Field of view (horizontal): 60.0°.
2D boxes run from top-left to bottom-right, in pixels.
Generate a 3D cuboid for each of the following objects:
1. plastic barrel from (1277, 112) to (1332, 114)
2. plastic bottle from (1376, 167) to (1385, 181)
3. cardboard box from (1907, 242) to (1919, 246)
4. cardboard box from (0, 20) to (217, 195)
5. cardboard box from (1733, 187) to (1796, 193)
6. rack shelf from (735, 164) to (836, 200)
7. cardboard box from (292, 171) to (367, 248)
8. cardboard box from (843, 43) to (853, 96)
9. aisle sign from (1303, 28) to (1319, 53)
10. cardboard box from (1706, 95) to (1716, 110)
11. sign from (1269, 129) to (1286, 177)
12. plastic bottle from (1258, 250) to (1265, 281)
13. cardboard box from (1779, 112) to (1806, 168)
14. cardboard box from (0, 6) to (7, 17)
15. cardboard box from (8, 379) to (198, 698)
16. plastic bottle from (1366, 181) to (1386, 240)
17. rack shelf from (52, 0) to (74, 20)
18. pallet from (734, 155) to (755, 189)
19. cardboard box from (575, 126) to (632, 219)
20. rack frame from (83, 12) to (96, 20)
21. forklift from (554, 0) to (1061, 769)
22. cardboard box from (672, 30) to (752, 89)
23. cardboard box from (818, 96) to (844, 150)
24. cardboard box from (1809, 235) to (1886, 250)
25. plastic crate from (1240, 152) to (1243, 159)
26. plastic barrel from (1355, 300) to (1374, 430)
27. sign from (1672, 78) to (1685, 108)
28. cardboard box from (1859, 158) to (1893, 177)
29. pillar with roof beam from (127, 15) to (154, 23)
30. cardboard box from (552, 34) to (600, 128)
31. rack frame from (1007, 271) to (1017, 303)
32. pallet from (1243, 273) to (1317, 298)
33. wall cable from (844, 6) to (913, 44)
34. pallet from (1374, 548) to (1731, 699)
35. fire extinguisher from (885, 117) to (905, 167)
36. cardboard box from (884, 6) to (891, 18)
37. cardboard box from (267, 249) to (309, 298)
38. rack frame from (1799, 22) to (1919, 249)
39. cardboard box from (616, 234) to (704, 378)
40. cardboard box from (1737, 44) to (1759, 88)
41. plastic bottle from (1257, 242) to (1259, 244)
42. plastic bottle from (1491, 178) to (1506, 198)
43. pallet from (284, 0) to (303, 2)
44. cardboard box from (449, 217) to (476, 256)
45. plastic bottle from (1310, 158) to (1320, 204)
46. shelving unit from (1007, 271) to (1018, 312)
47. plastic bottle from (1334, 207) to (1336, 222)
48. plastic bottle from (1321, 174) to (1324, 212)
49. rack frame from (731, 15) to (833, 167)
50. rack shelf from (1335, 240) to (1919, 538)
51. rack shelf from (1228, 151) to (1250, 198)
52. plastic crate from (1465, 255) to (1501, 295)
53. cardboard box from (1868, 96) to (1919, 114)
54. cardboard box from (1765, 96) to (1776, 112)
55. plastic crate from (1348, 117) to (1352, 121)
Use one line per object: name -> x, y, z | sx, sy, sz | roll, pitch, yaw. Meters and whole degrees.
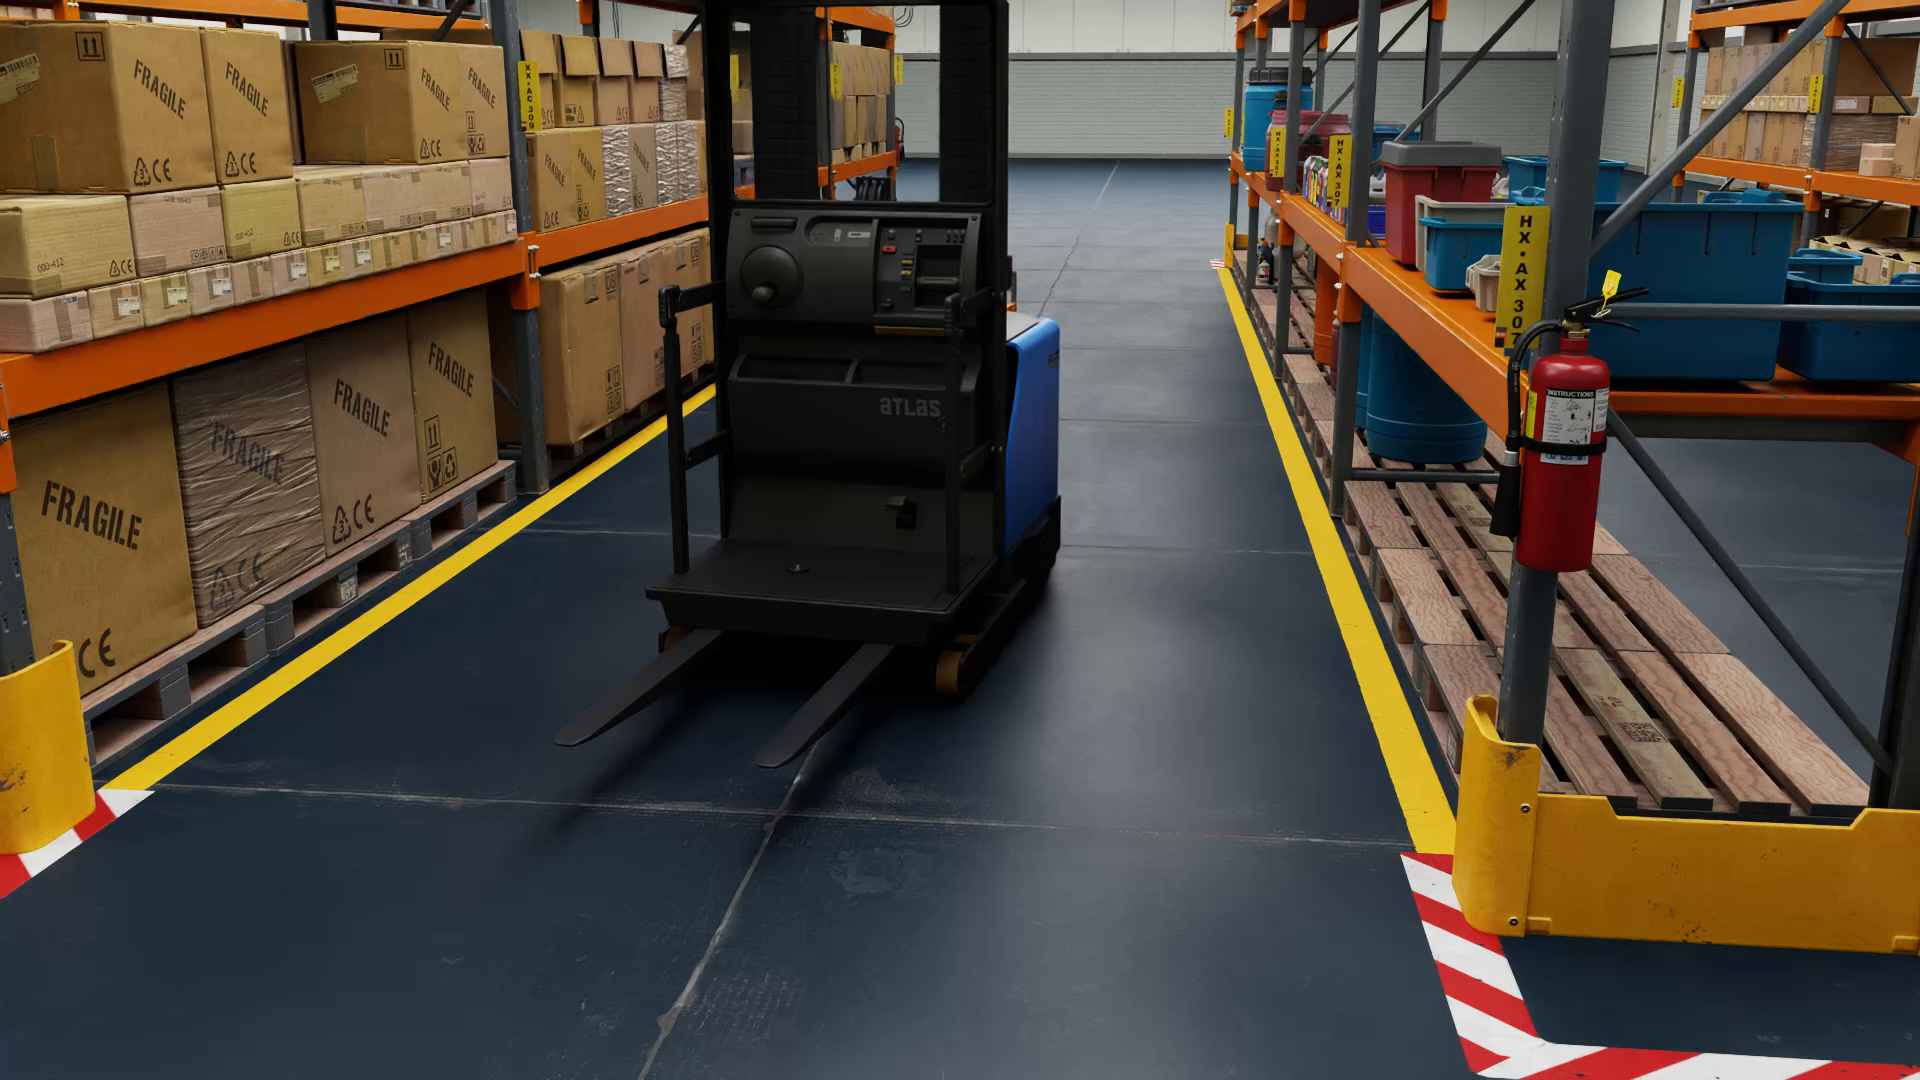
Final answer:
plastic barrel -> 2.743, -3.148, 13.297 | 0.433, 0.535, 0.433 | 0, 15, 0
plastic bottle -> 2.240, -1.820, 8.739 | 0.144, 0.351, 0.185 | 2, 15, 6
cardboard box -> 8.308, -2.377, 14.096 | 0.500, 0.311, 0.500 | 2, 15, 8
cardboard box -> -2.696, -1.340, 5.150 | 0.500, 0.500, 0.500 | 1, 15, 5
cardboard box -> 8.808, -3.607, 18.280 | 0.500, 0.500, 0.500 | 2, 15, 6
rack shelf -> -1.947, -2.906, 14.042 | 1.077, 0.370, 4.000 | 2, 15, 6
cardboard box -> -2.587, -1.249, 6.250 | 0.500, 0.250, 0.500 | 1, 15, 5
cardboard box -> -1.363, -4.686, 16.568 | 0.500, 0.500, 0.500 | 2, 15, 6
aisle sign -> 3.955, -5.929, 18.861 | 0.394, 0.787, 0.004 | 2, 15, 6
cardboard box -> 8.287, -4.715, 17.917 | 0.380, 0.149, 0.250 | 1, 15, 5
sign -> 2.201, -2.682, 11.522 | 0.100, 0.325, 0.005 | 2, 15, 6
plastic bottle -> 2.927, -2.662, 16.122 | 0.061, 0.283, 0.133 | 2, 15, 9
cardboard box -> 8.218, -3.780, 15.704 | 0.700, 0.500, 0.500 | 2, 15, 6
cardboard box -> -11.051, -5.996, 18.826 | 0.380, 0.149, 0.250 | 1, 15, 5
cardboard box -> -3.083, -0.005, 5.202 | 0.875, 0.875, 0.875 | 2, 15, 6
plastic bottle -> 2.021, -1.604, 8.083 | 0.152, 0.276, 0.135 | 2, 15, 6
rack shelf -> -7.315, -3.489, 10.451 | 1.077, 0.370, 4.000 | 2, 15, 6
pallet -> -2.198, -2.830, 12.750 | 1.213, 0.211, 1.003 | 2, 15, 6
cardboard box -> -2.211, -2.118, 9.557 | 0.500, 0.500, 0.500 | 1, 15, 5
rack frame -> -11.117, -5.102, 20.783 | 1.000, 3.000, 0.127 | 2, 15, 6
forklift -> -0.435, -0.986, 5.695 | 1.130, 2.935, 3.031 | 4, 16, 14
cardboard box -> -1.950, -4.063, 14.987 | 1.000, 1.000, 1.000 | 2, 15, 7
cardboard box -> -1.609, -4.079, 16.240 | 0.875, 0.500, 0.500 | 2, 15, 6
cardboard box -> 7.827, -2.526, 14.646 | 0.500, 0.311, 0.500 | 2, 15, 6
plastic crate -> 3.132, -3.928, 16.947 | 0.530, 0.136, 0.437 | 2, 15, 6
plastic barrel -> 2.456, -1.066, 9.072 | 0.600, 0.901, 0.708 | 2, 15, 6
sign -> 8.022, -4.991, 18.564 | 0.100, 0.325, 0.005 | 2, 15, 6
cardboard box -> 7.818, -3.135, 13.989 | 0.380, 0.149, 0.250 | 2, 15, 6
pillar with roof beam -> -11.391, -10.974, 31.008 | 9.100, 9.000, 0.400 | 2, 15, 6
cardboard box -> -2.471, -2.574, 9.320 | 0.797, 0.503, 0.637 | 2, 15, 7
rack frame -> 0.142, -0.657, 7.795 | 0.240, 1.200, 0.015 | 4, 16, 14
pallet -> 3.317, -2.453, 16.331 | 1.003, 0.211, 1.213 | 2, 15, 6
wall cable -> -2.561, -17.853, 49.931 | 2.305, 6.003, 0.169 | 2, 15, 6
pallet -> 2.118, 0.304, 6.135 | 1.003, 0.211, 1.213 | 2, 15, 6
fire extinguisher -> -0.799, -4.789, 19.773 | 0.296, 0.674, 0.183 | 2, 15, 6
cardboard box -> -1.072, -6.053, 18.841 | 0.500, 0.250, 0.500 | 2, 15, 8
cardboard box -> -2.565, -0.955, 5.928 | 0.380, 0.149, 0.250 | 2, 15, 6
rack frame -> 8.121, -3.480, 14.784 | 1.000, 3.000, 0.127 | 2, 15, 6
cardboard box -> -2.379, -1.503, 10.739 | 1.225, 0.875, 0.875 | 2, 15, 6
cardboard box -> 8.391, -4.790, 16.953 | 0.700, 0.500, 0.500 | 2, 15, 6
plastic bottle -> 3.064, -2.931, 17.138 | 0.097, 0.271, 0.097 | 0, 15, 0
plastic bottle -> 2.769, -1.695, 8.423 | 0.152, 0.276, 0.135 | 2, 15, 6
pallet -> -6.693, -5.061, 15.253 | 0.805, 0.209, 1.217 | 1, 15, 4
cardboard box -> -2.391, -1.354, 7.405 | 0.380, 0.149, 0.250 | 1, 15, 5
plastic bottle -> 2.266, -2.277, 10.559 | 0.061, 0.283, 0.133 | 2, 15, 6
shelving unit -> 0.079, -0.596, 7.567 | 0.258, 1.200, 0.503 | 4, 16, 14
plastic bottle -> 2.120, -1.859, 9.170 | 0.097, 0.201, 0.097 | 0, 15, 0
plastic bottle -> 2.208, -2.095, 9.911 | 0.097, 0.271, 0.097 | 0, 15, 0
rack frame -> -1.721, -3.772, 15.867 | 1.000, 3.000, 0.127 | 2, 15, 6
rack shelf -> 2.072, -0.686, 5.829 | 1.077, 0.370, 4.000 | 2, 15, 6
rack shelf -> 3.426, -3.798, 17.339 | 1.077, 0.370, 4.000 | 2, 15, 6
plastic crate -> 1.827, -0.858, 5.478 | 0.298, 0.136, 0.250 | 2, 15, 6
cardboard box -> 8.344, -3.905, 14.923 | 0.380, 0.149, 0.250 | 2, 15, 6
cardboard box -> 8.084, -4.247, 16.188 | 0.380, 0.149, 0.250 | 2, 15, 8
plastic crate -> 3.450, -3.523, 14.821 | 0.402, 0.464, 0.583 | 2, 15, 6
